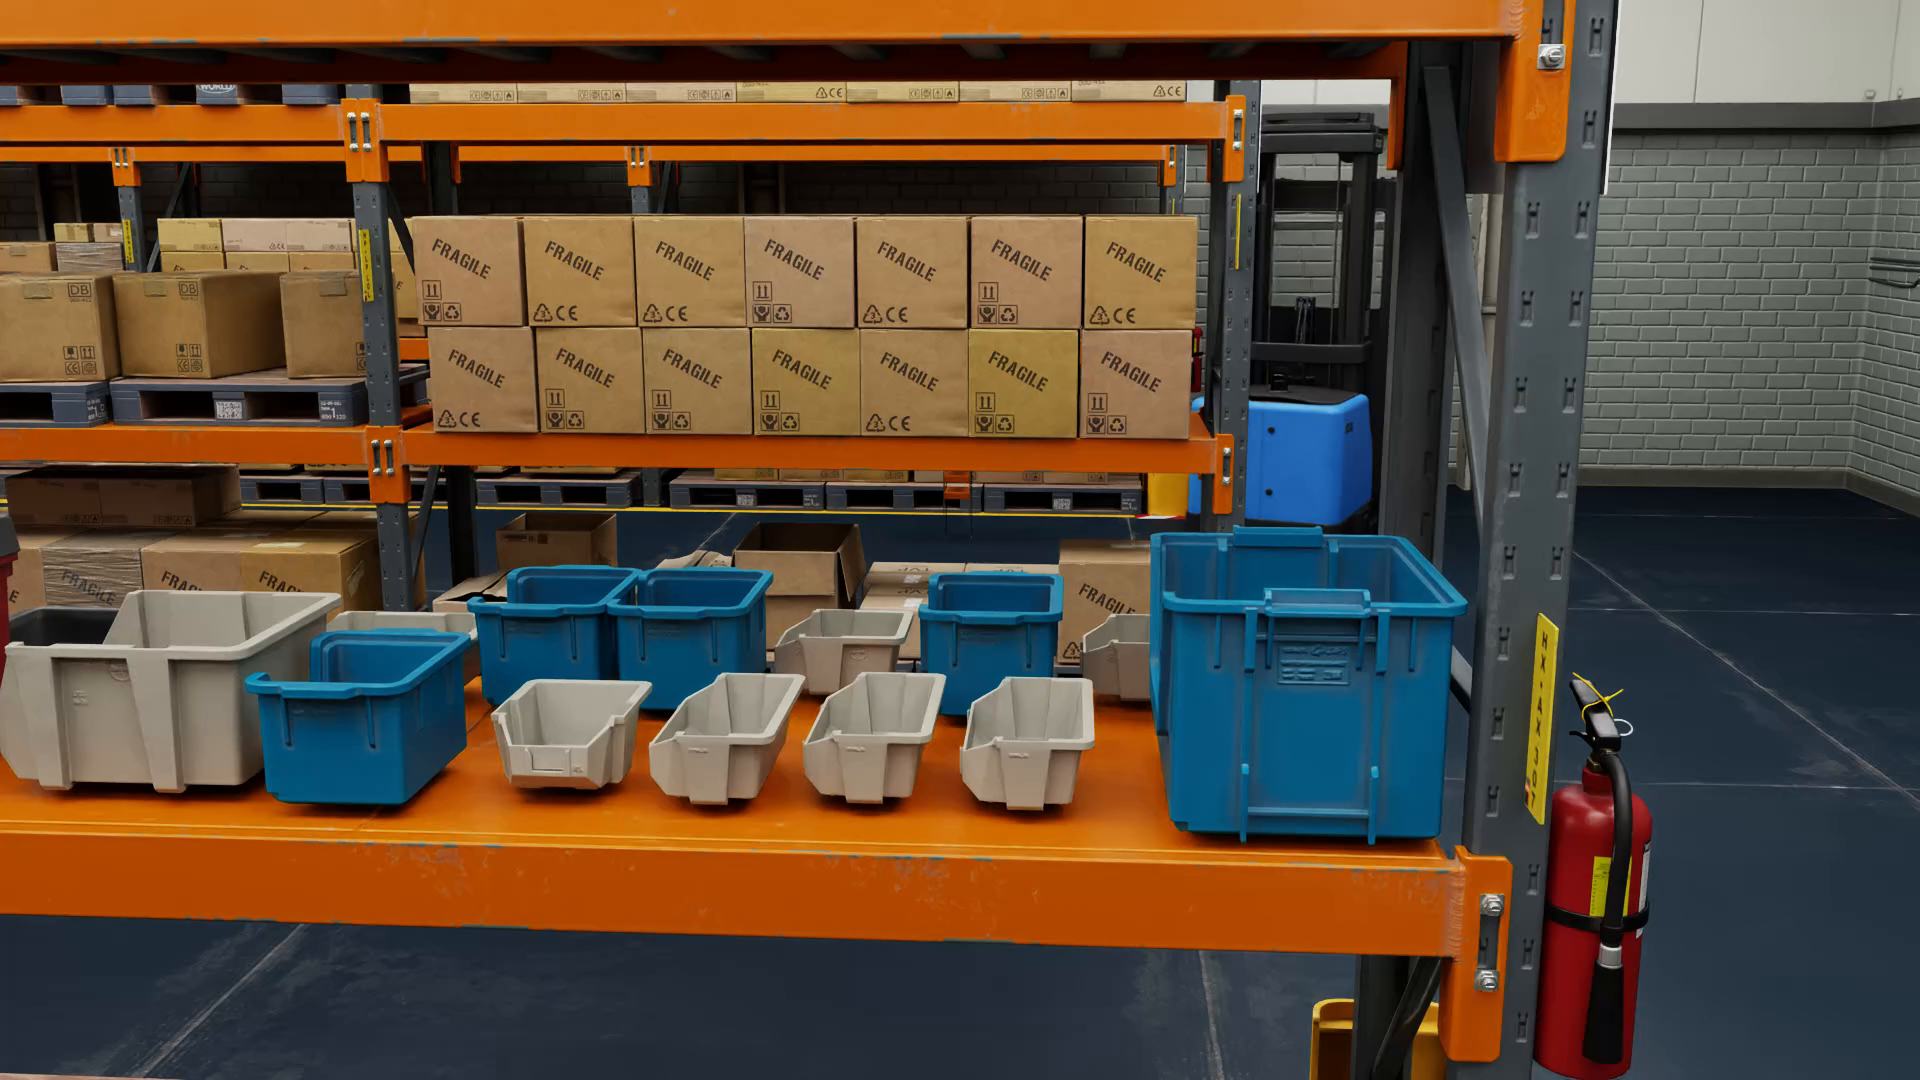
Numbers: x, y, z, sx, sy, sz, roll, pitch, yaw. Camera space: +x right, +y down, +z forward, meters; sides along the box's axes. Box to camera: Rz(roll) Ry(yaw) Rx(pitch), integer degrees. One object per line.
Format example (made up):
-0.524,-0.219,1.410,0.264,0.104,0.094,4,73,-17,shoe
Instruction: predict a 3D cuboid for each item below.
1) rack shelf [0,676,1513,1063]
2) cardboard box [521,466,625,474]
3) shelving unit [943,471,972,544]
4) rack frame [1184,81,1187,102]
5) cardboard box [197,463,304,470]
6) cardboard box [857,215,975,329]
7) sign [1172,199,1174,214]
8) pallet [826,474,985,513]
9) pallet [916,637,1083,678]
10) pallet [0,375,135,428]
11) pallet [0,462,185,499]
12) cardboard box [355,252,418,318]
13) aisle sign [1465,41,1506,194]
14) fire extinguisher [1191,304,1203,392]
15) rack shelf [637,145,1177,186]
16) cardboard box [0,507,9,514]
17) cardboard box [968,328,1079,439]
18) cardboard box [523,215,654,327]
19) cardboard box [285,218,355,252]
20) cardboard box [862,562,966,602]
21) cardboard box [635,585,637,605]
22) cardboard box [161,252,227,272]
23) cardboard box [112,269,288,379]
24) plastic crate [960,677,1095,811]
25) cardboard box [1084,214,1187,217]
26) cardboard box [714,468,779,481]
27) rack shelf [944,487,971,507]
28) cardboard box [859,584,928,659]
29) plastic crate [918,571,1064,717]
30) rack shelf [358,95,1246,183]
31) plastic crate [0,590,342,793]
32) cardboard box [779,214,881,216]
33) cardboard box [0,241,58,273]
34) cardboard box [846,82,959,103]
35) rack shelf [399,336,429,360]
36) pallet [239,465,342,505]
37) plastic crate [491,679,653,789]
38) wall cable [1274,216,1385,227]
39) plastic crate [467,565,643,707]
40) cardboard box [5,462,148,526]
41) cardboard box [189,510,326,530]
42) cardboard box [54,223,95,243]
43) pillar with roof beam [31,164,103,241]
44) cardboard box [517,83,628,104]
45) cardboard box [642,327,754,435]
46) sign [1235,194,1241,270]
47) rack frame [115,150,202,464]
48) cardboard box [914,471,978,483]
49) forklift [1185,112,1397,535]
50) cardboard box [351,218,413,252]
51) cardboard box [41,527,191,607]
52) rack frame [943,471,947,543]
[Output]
-1.042,0.579,3.431,4.000,0.370,1.077,1,12,4,rack shelf
-3.032,-0.960,13.256,0.750,0.750,0.750,1,12,4,cardboard box
-0.014,-0.587,11.646,0.189,1.200,0.258,1,12,4,shelving unit
1.616,-4.706,12.288,0.127,3.000,1.000,1,12,4,rack frame
-5.641,-0.996,13.426,0.750,0.750,0.750,1,12,3,cardboard box
-0.196,-1.259,7.773,0.500,0.500,0.500,1,12,5,cardboard box
1.566,-2.342,12.230,0.005,0.325,0.100,1,12,4,sign
-0.401,-0.417,13.246,1.213,0.211,1.003,1,12,4,pallet
0.417,0.596,8.405,1.213,0.211,1.003,1,12,4,pallet
-4.753,-0.747,8.484,1.213,0.211,1.003,1,12,4,pallet
-7.146,-0.525,13.763,1.213,0.211,1.003,1,12,4,pallet
-4.362,-2.003,12.997,0.500,0.500,0.500,1,12,5,cardboard box
1.046,-1.078,3.246,0.004,0.787,0.394,1,12,4,aisle sign
1.736,-1.453,12.487,0.183,0.674,0.296,1,12,4,fire extinguisher
-0.380,-2.913,12.799,4.000,0.370,1.077,1,12,4,rack shelf
-5.228,0.113,8.932,0.500,0.500,0.500,0,12,2,cardboard box
0.306,-0.763,7.847,0.500,0.500,0.500,1,12,4,cardboard box
-1.736,-1.280,7.874,0.500,0.500,0.500,0,12,2,cardboard box
-4.895,-2.378,12.961,0.500,0.250,0.500,1,12,4,cardboard box
-0.233,0.294,8.678,0.500,0.250,0.500,1,12,4,cardboard box
-1.737,0.310,8.846,0.250,0.149,0.380,1,12,4,cardboard box
-5.899,-2.024,13.101,0.500,0.500,0.500,1,12,5,cardboard box
-3.851,-1.115,8.505,0.500,0.500,0.700,3,12,13,cardboard box
0.128,0.380,3.124,0.243,0.136,0.396,1,12,4,plastic crate
0.863,-1.356,8.238,0.500,0.500,0.500,1,12,5,cardboard box
-1.636,-0.775,13.227,0.500,0.500,0.700,1,12,4,cardboard box
-0.014,-0.309,11.704,0.180,0.103,0.258,1,12,4,rack shelf
-0.216,0.397,8.187,0.500,0.250,0.500,1,12,4,cardboard box
0.073,0.227,3.618,0.300,0.233,0.416,1,12,4,plastic crate
-0.707,-1.901,7.961,4.000,0.370,1.077,1,12,4,rack shelf
-1.526,0.287,3.214,0.530,0.282,0.437,1,12,4,plastic crate
-0.664,-1.376,8.334,0.500,0.500,0.500,1,12,3,cardboard box
-7.395,-2.150,13.401,0.500,0.500,0.700,0,12,-2,cardboard box
-0.240,-2.119,7.611,0.500,0.250,0.500,1,12,4,cardboard box
-4.371,-1.500,13.368,4.000,0.370,1.077,1,12,4,rack shelf
-5.585,-0.488,13.585,1.213,0.211,1.003,1,12,4,pallet
-0.736,0.374,3.152,0.250,0.136,0.298,1,12,4,plastic crate
2.957,-2.443,13.638,1.851,1.984,0.084,1,12,4,wall cable
-0.884,0.214,3.681,0.300,0.233,0.416,1,12,4,plastic crate
-4.667,-0.248,8.827,0.500,0.250,0.500,1,12,3,cardboard box
-3.702,0.134,8.830,0.500,0.500,0.500,1,12,5,cardboard box
-7.034,-2.461,13.303,0.250,0.149,0.380,-1,12,-6,cardboard box
-7.893,-4.131,9.536,0.400,9.000,9.100,1,12,4,pillar with roof beam
-1.735,-2.142,7.723,0.500,0.250,0.500,1,12,4,cardboard box
-1.202,-0.785,7.950,0.500,0.500,0.500,1,12,3,cardboard box
1.232,-1.366,7.372,0.005,0.325,0.100,1,12,4,sign
-6.366,-1.879,13.425,0.127,3.000,1.000,1,12,4,rack frame
-0.090,-0.754,13.128,0.500,0.500,0.700,0,12,2,cardboard box
2.601,-1.543,11.988,1.130,2.935,3.031,6,13,25,forklift
-4.385,-2.373,12.934,0.500,0.250,0.500,1,12,3,cardboard box
-4.207,0.232,8.362,0.500,0.500,0.500,1,12,4,cardboard box
-0.106,-0.589,11.652,0.006,1.200,0.240,1,12,4,rack frame
